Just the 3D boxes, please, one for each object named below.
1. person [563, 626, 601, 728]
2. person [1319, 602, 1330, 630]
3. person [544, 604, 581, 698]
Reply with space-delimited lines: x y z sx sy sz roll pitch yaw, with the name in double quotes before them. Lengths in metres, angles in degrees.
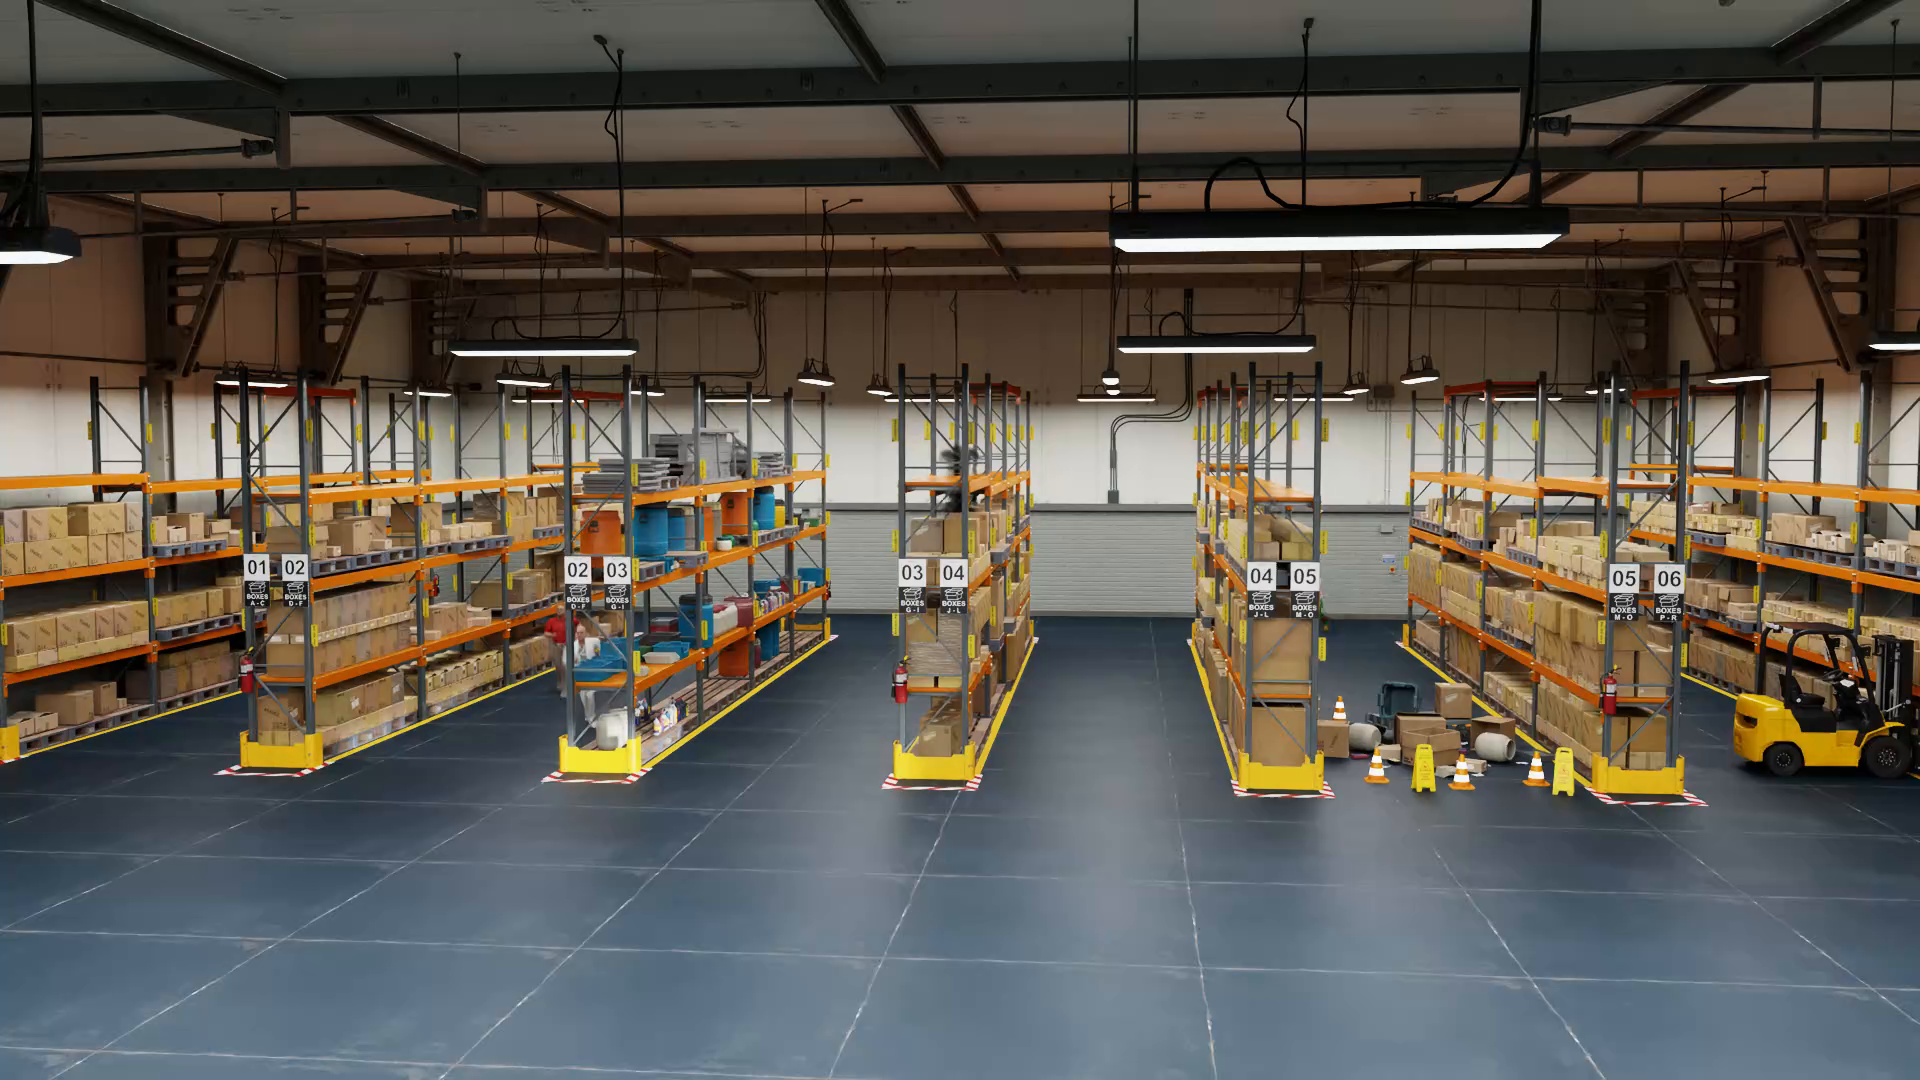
"person" -6.409 2.309 28.398 0.625 1.731 1.037 0 4 3
"person" 8.858 1.510 41.805 1.005 1.711 0.709 -1 4 -21
"person" -7.594 2.108 31.824 0.653 1.785 0.933 0 4 1
